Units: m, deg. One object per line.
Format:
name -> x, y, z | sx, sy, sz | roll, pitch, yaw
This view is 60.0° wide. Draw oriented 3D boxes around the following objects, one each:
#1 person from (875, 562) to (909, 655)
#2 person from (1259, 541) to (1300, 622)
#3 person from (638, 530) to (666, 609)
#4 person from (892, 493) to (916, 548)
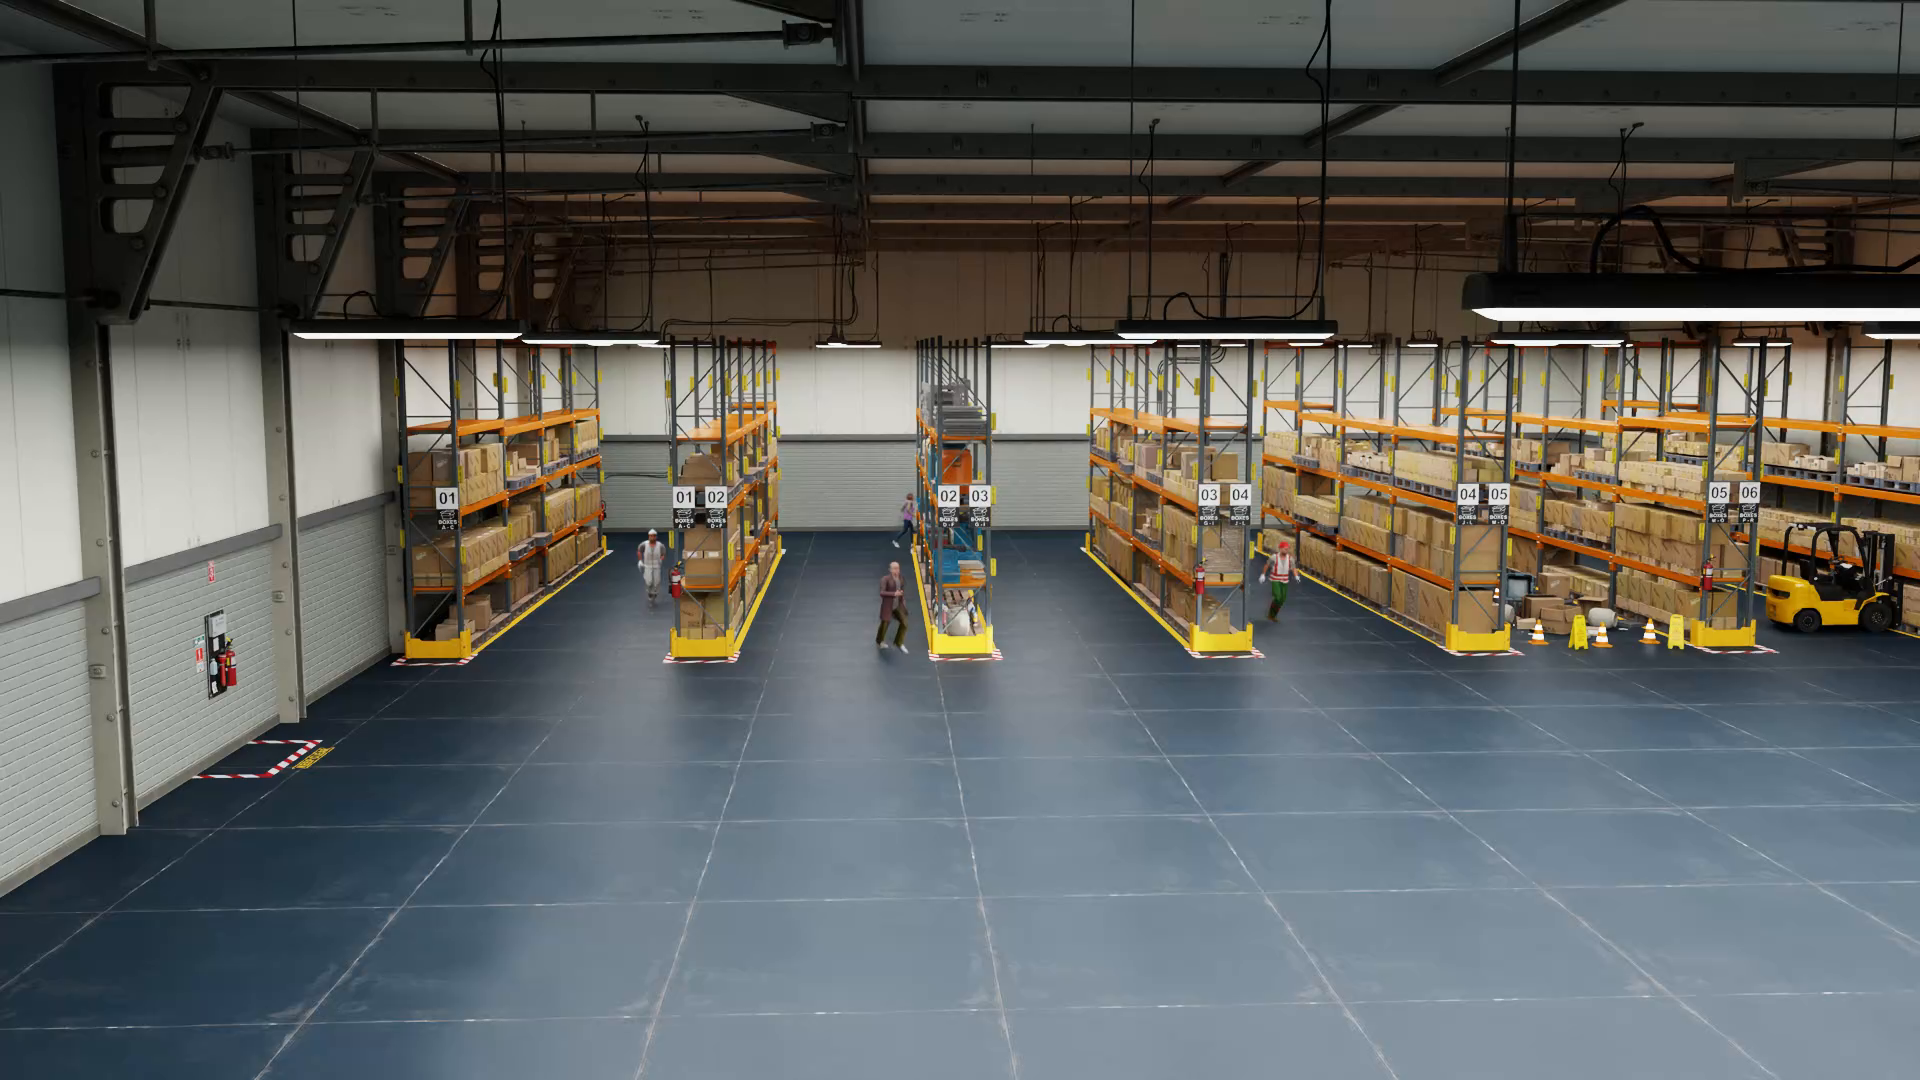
person -> -1.308, 1.277, 31.539 | 0.676, 1.759, 1.006 | -4, 8, -31
person -> 6.747, 0.882, 34.930 | 0.639, 1.726, 0.832 | -2, 7, -17
person -> -6.868, 0.644, 37.114 | 0.607, 1.783, 0.819 | -2, 7, -15
person -> -1.540, -0.586, 48.292 | 0.876, 1.560, 0.532 | -1, 7, -8
